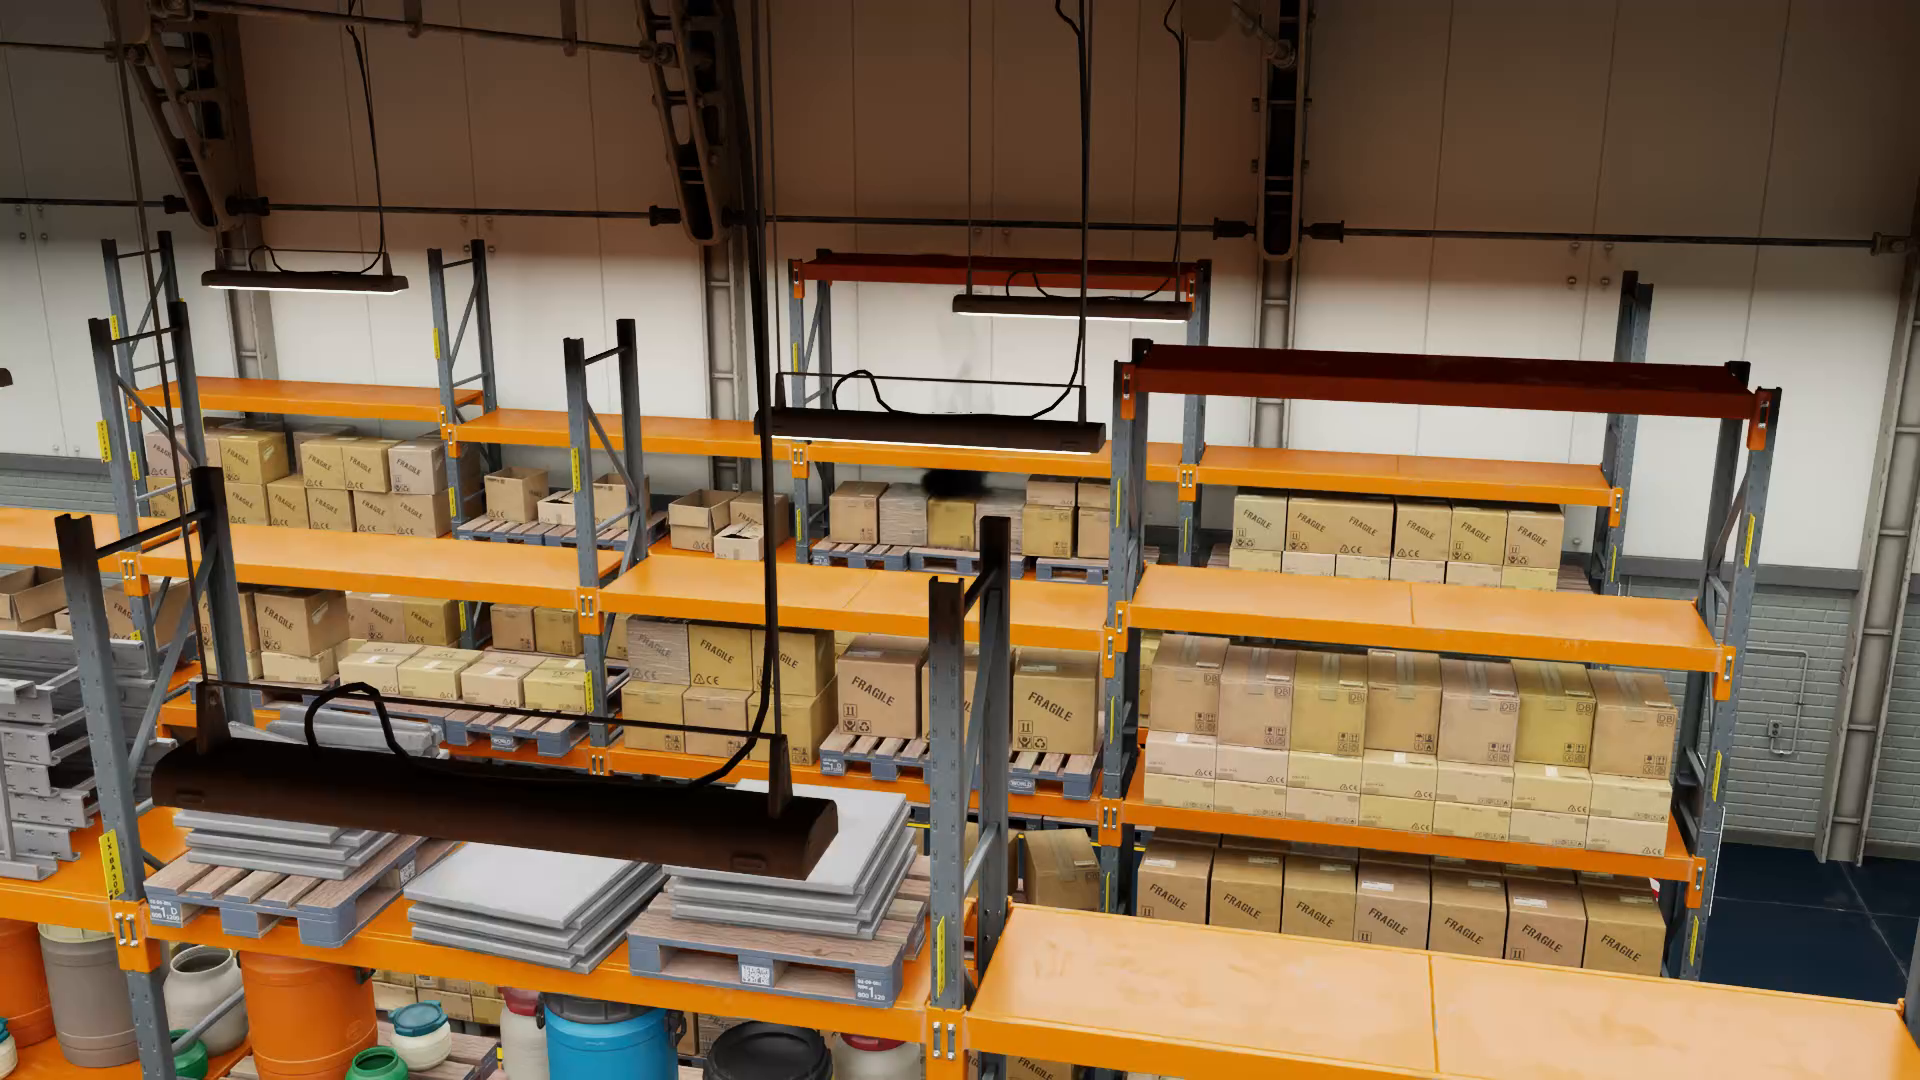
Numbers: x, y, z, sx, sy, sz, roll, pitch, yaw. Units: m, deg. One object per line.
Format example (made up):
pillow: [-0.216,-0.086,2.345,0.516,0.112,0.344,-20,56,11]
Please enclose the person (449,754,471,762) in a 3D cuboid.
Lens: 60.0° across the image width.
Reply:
person: [-4.868,2.684,16.060,0.837,1.771,0.672,2,16,5]
